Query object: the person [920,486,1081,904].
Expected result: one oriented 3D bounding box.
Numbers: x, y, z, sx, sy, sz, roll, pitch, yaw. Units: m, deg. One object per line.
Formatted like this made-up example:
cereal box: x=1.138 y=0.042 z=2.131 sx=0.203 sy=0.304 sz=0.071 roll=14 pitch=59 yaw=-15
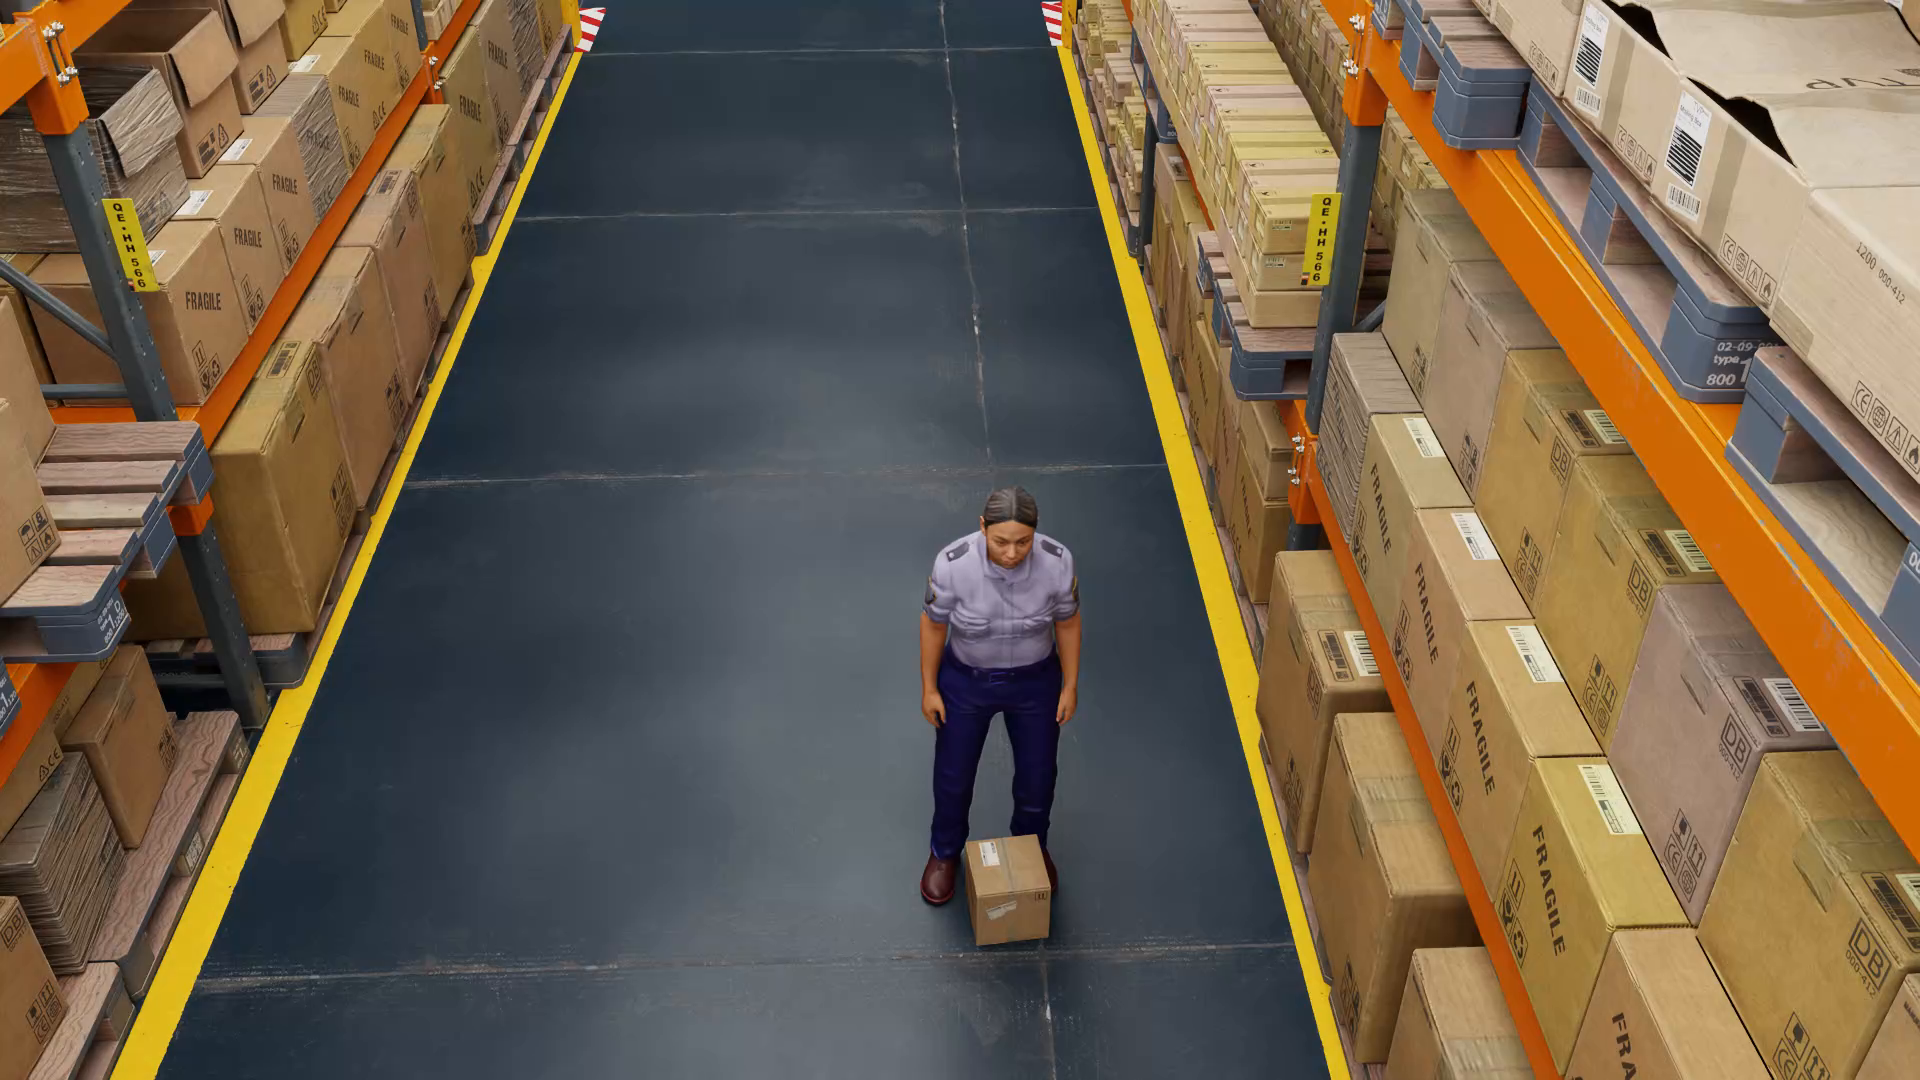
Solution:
person: x=0.125 y=0.488 z=5.466 sx=0.539 sy=1.652 sz=0.376 roll=-2 pitch=35 yaw=-2
